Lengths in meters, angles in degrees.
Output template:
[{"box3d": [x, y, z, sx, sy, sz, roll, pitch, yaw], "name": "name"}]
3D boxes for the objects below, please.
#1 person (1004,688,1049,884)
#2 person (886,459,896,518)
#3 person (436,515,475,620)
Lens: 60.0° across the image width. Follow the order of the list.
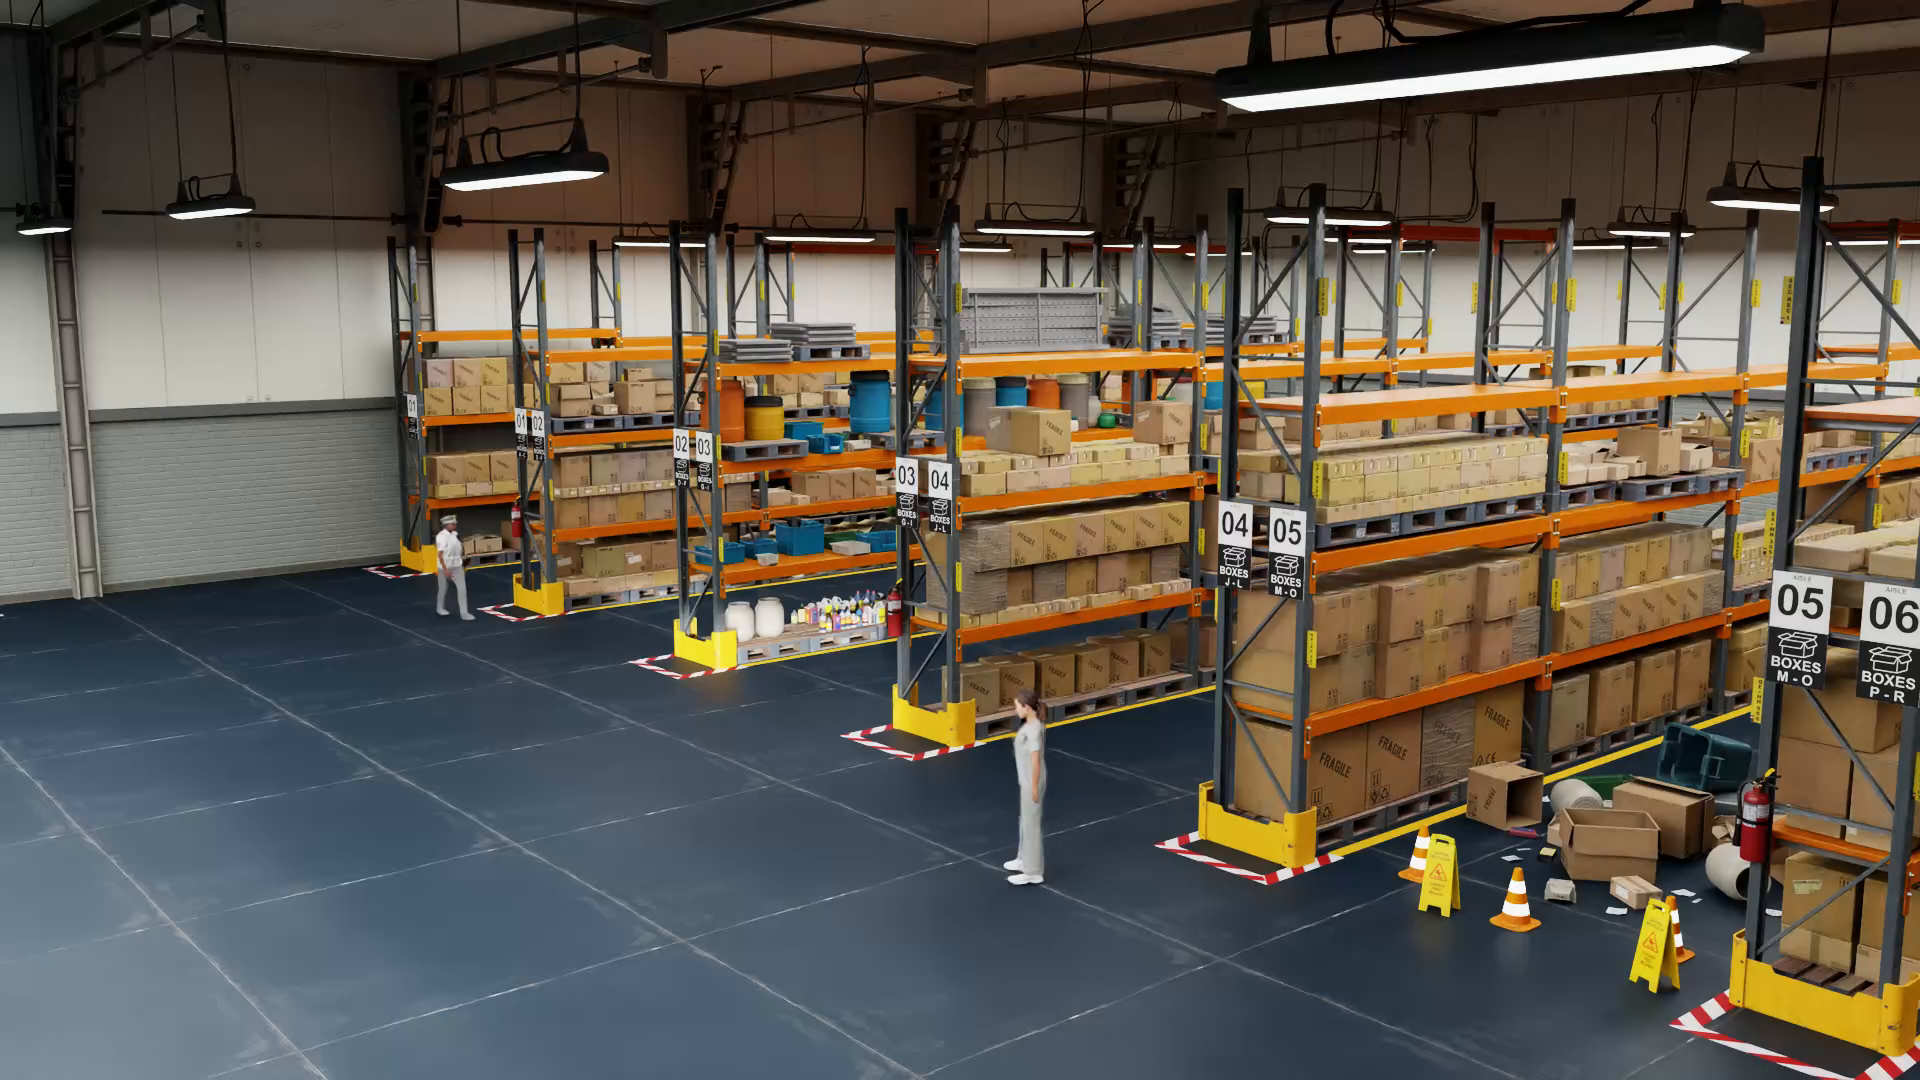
[{"box3d": [0.582, 2.120, 14.515, 0.397, 1.675, 0.528, 0, 9, 2], "name": "person"}, {"box3d": [-1.197, -0.820, 33.615, 0.877, 1.807, 0.754, -7, 11, -39], "name": "person"}, {"box3d": [-7.854, 0.411, 25.647, 0.433, 1.622, 0.971, -7, 11, -38], "name": "person"}]
